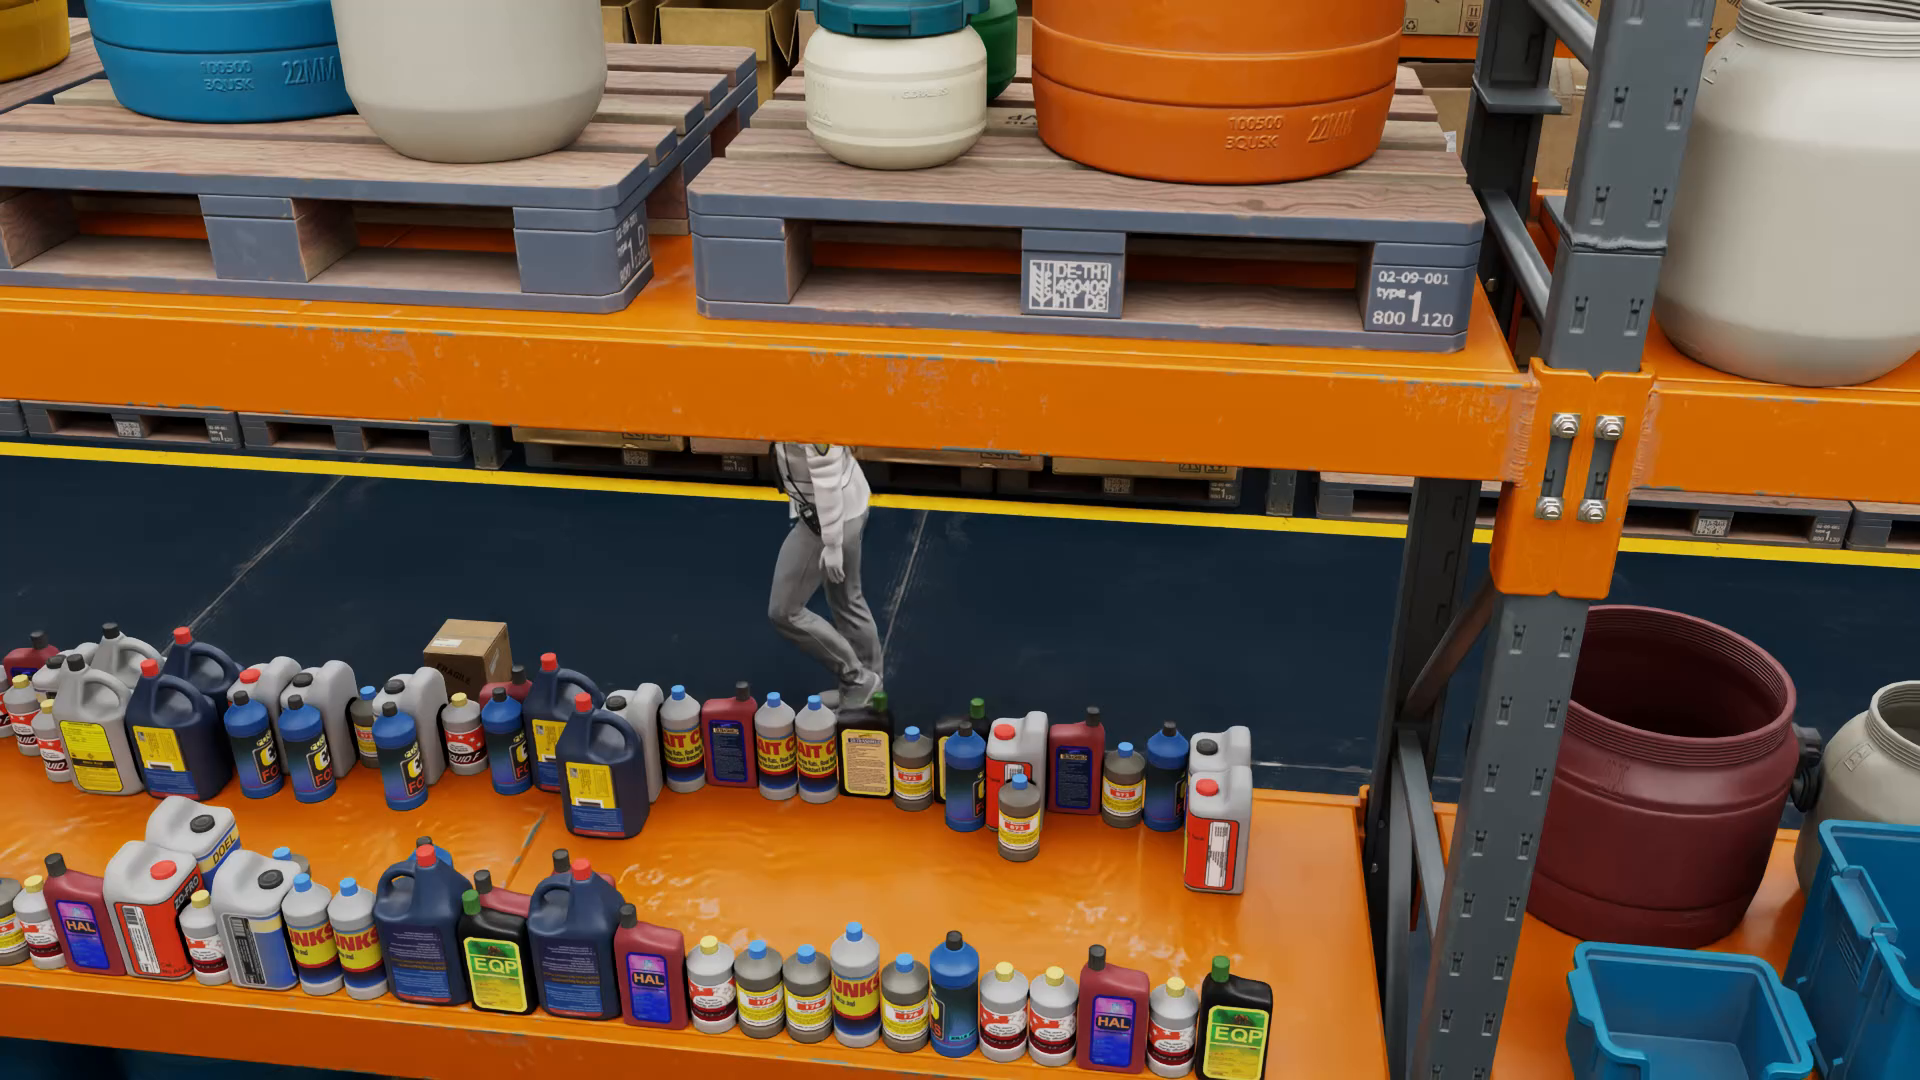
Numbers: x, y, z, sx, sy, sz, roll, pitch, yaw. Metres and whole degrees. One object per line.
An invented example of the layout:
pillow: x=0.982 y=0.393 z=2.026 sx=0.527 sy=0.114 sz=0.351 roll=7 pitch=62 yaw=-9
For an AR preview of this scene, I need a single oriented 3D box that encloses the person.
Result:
person: x=-0.501 y=-0.082 z=6.208 sx=0.418 sy=1.675 sz=0.515 roll=2 pitch=29 yaw=4
